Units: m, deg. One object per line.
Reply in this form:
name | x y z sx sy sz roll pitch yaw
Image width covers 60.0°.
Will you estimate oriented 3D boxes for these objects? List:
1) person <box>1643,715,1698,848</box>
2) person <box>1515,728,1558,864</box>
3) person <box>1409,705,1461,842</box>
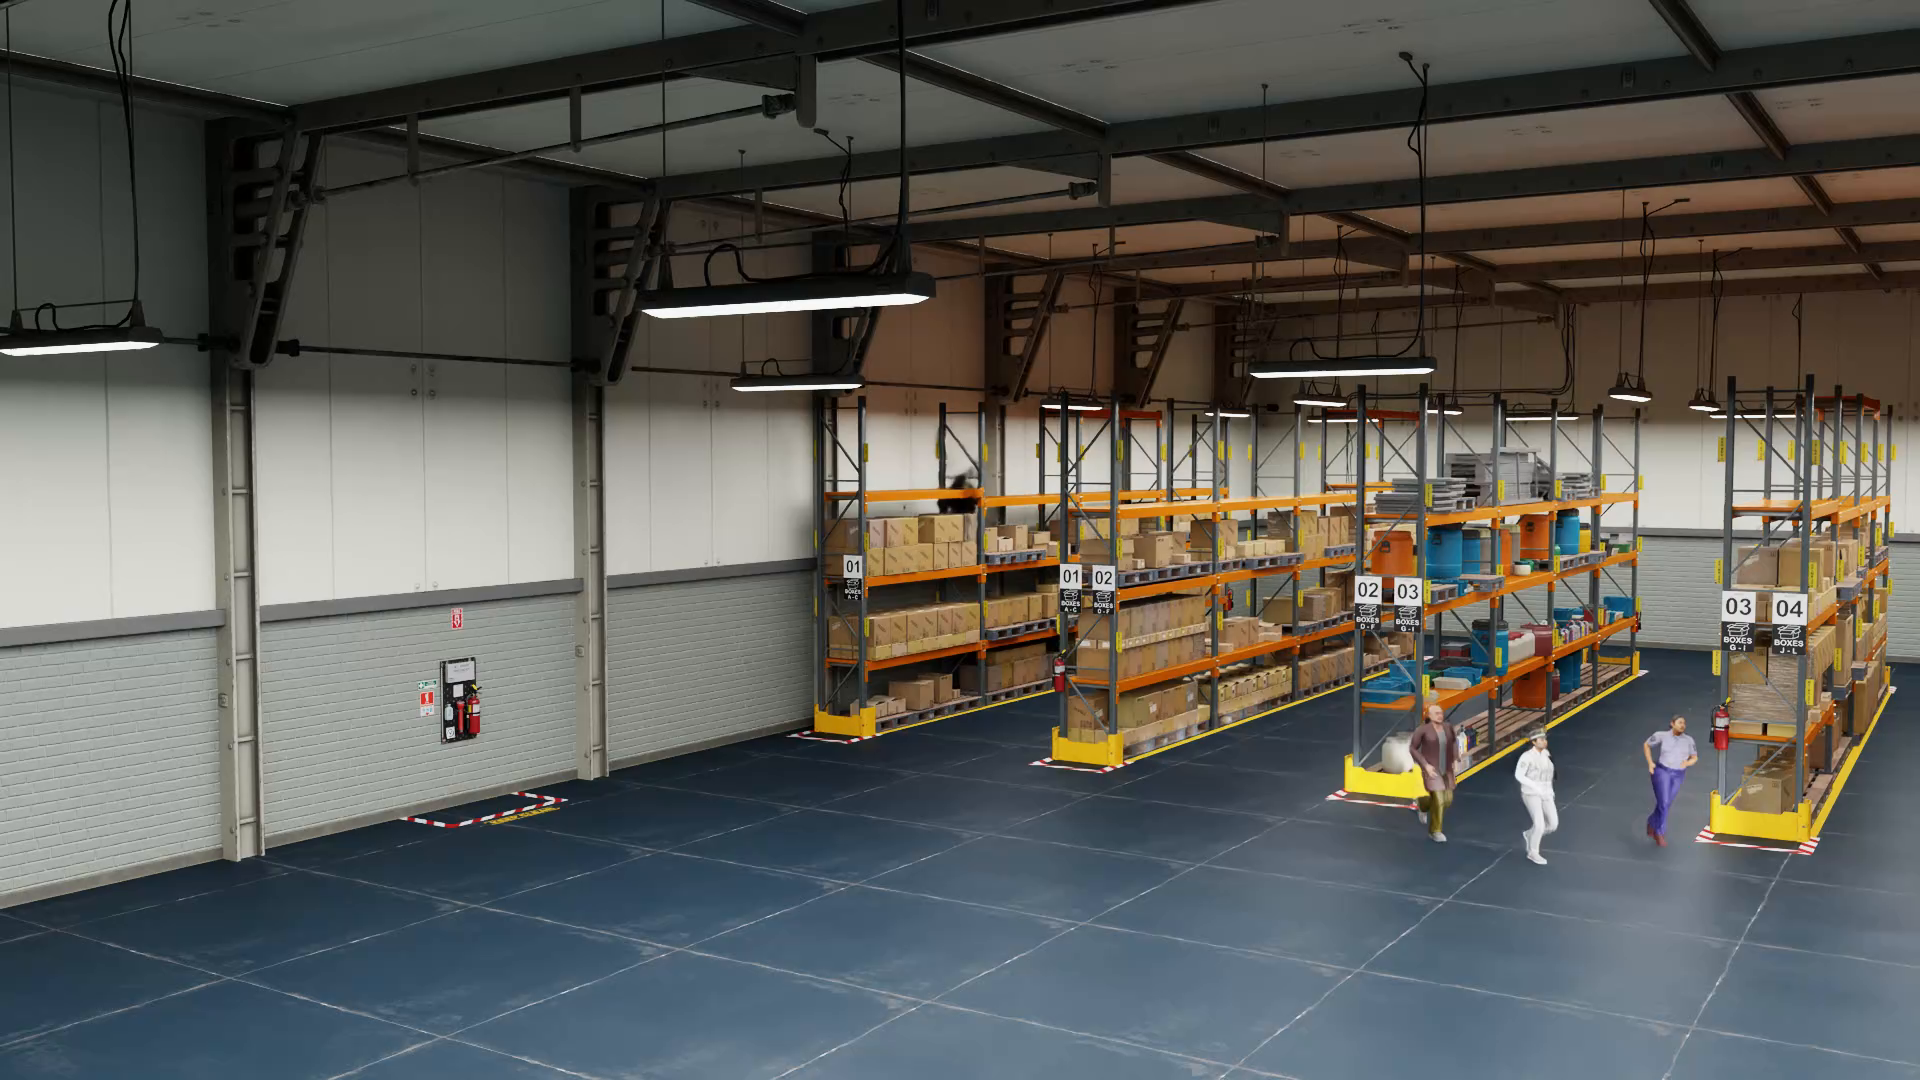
person | 9.147 3.077 21.404 0.603 1.680 0.737 0 3 -4
person | 7.038 3.108 20.303 0.625 1.664 0.542 -2 3 -28
person | 6.138 2.998 21.591 0.719 1.754 0.690 -1 3 -18
